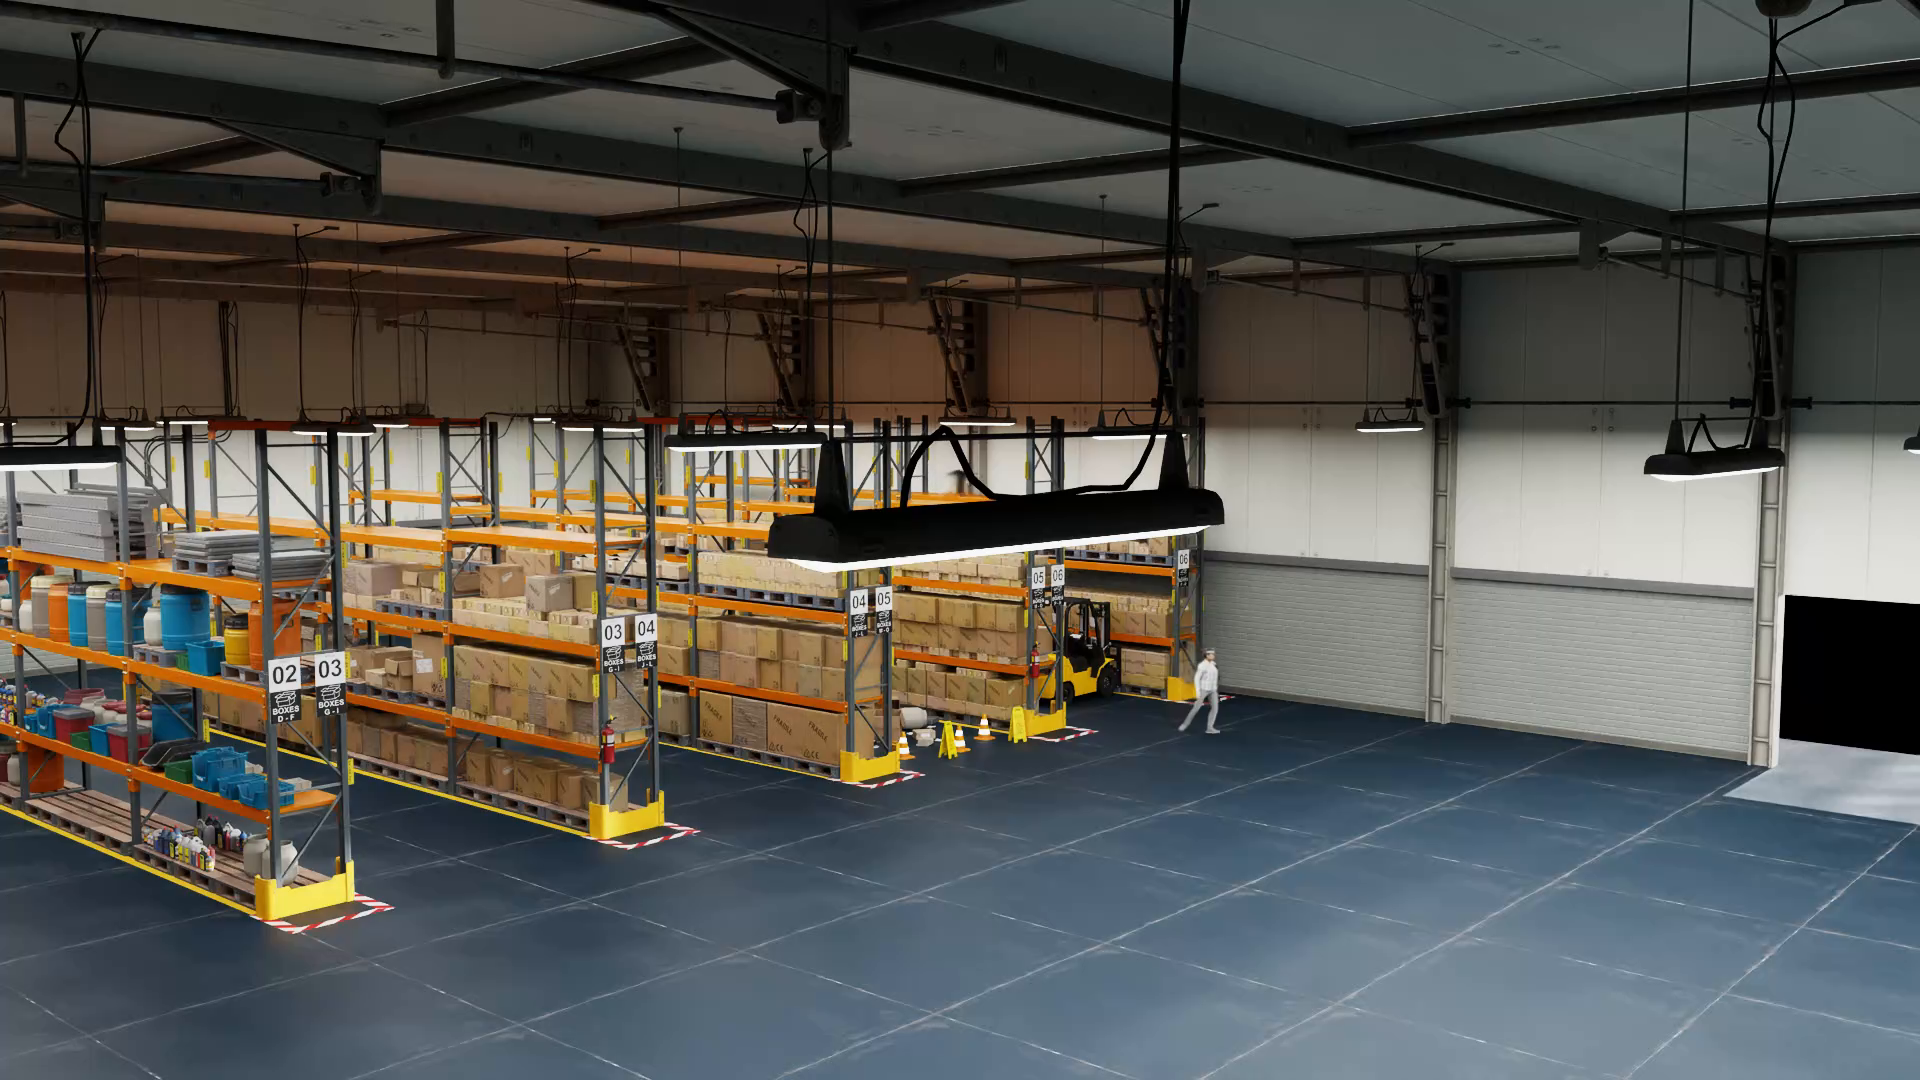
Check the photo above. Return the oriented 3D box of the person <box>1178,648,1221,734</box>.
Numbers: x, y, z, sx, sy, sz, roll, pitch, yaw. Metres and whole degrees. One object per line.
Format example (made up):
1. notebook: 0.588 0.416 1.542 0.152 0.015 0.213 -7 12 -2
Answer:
1. person: 4.607 2.867 31.748 0.714 1.650 0.631 -4 6 -37

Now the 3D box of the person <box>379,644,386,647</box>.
1. person: -11.537 2.818 33.007 0.711 1.560 0.572 2 5 25
